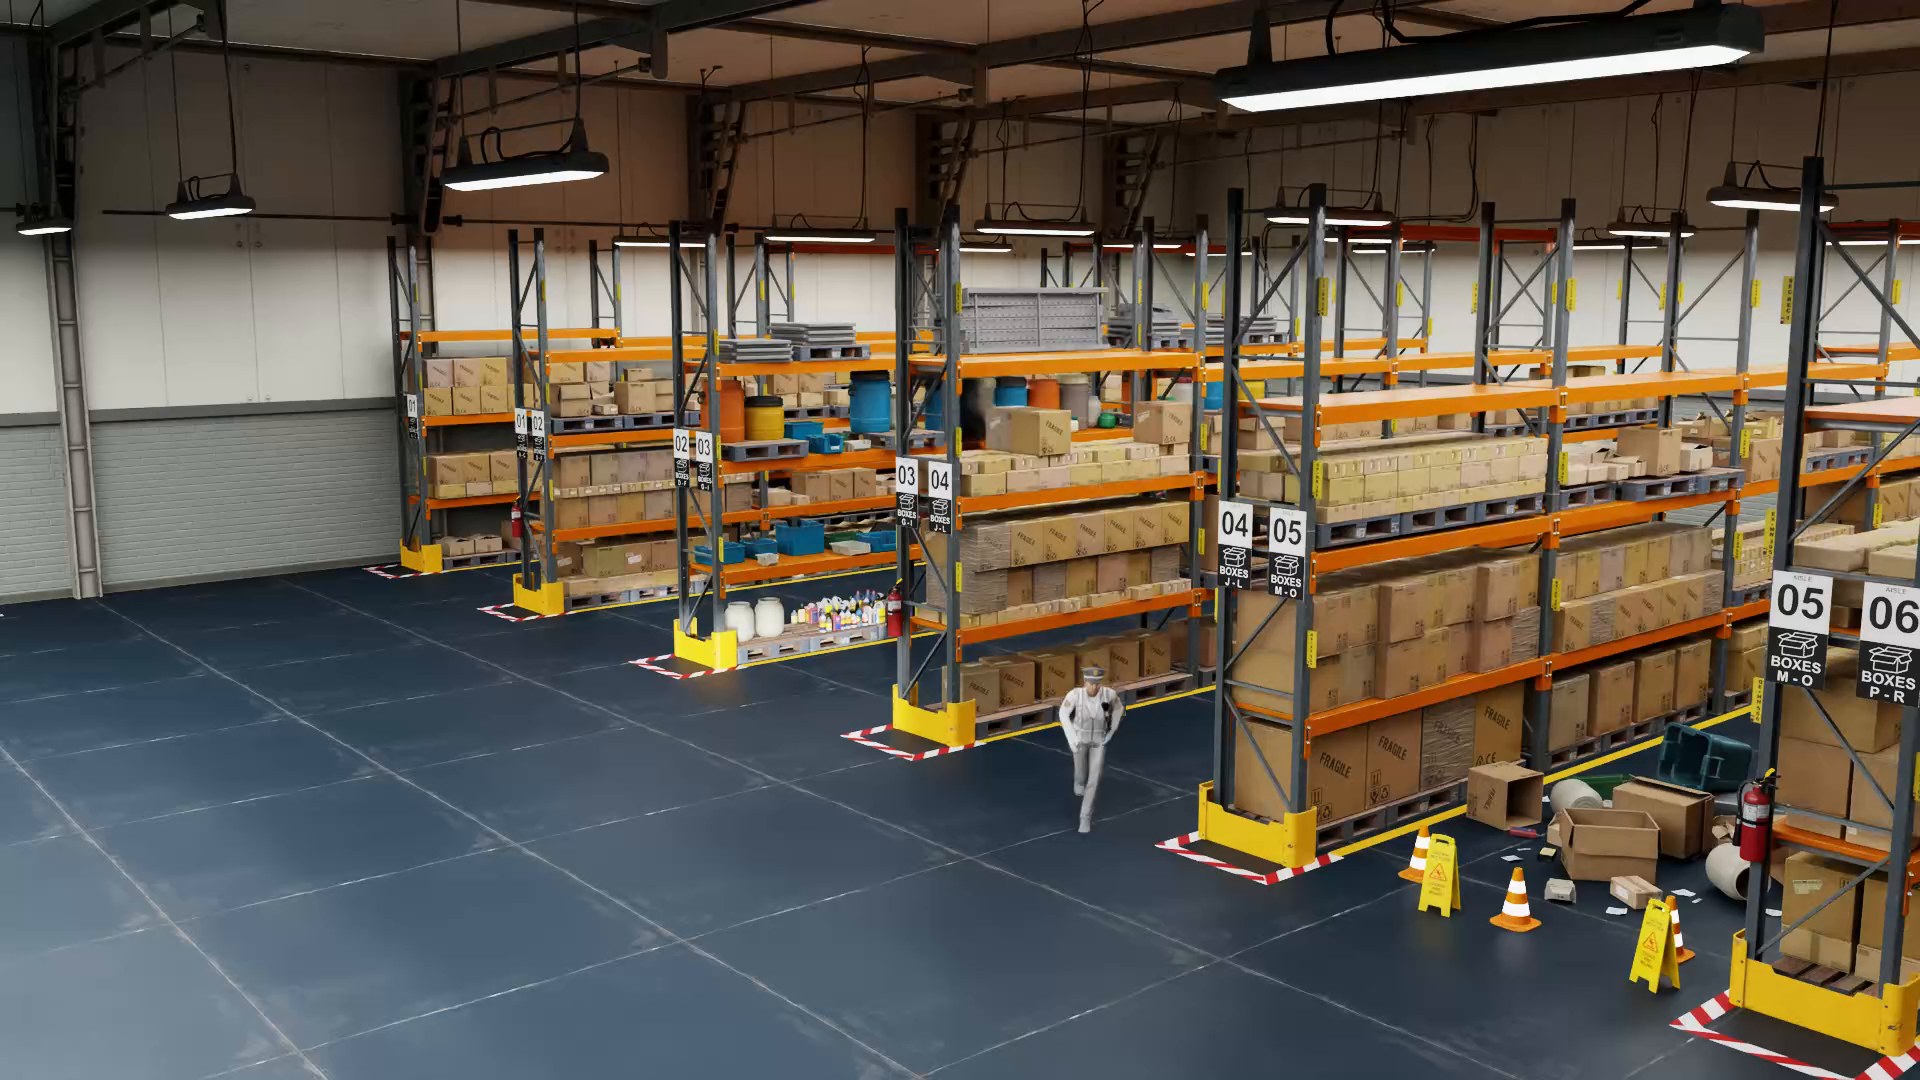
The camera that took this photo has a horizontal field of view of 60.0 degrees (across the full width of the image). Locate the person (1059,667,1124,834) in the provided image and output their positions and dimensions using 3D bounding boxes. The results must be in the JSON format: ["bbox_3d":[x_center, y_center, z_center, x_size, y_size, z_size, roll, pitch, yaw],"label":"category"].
[{"bbox_3d":[1.247,1.948,16.064,0.626,1.635,0.886,-1,9,-7],"label":"person"}]
